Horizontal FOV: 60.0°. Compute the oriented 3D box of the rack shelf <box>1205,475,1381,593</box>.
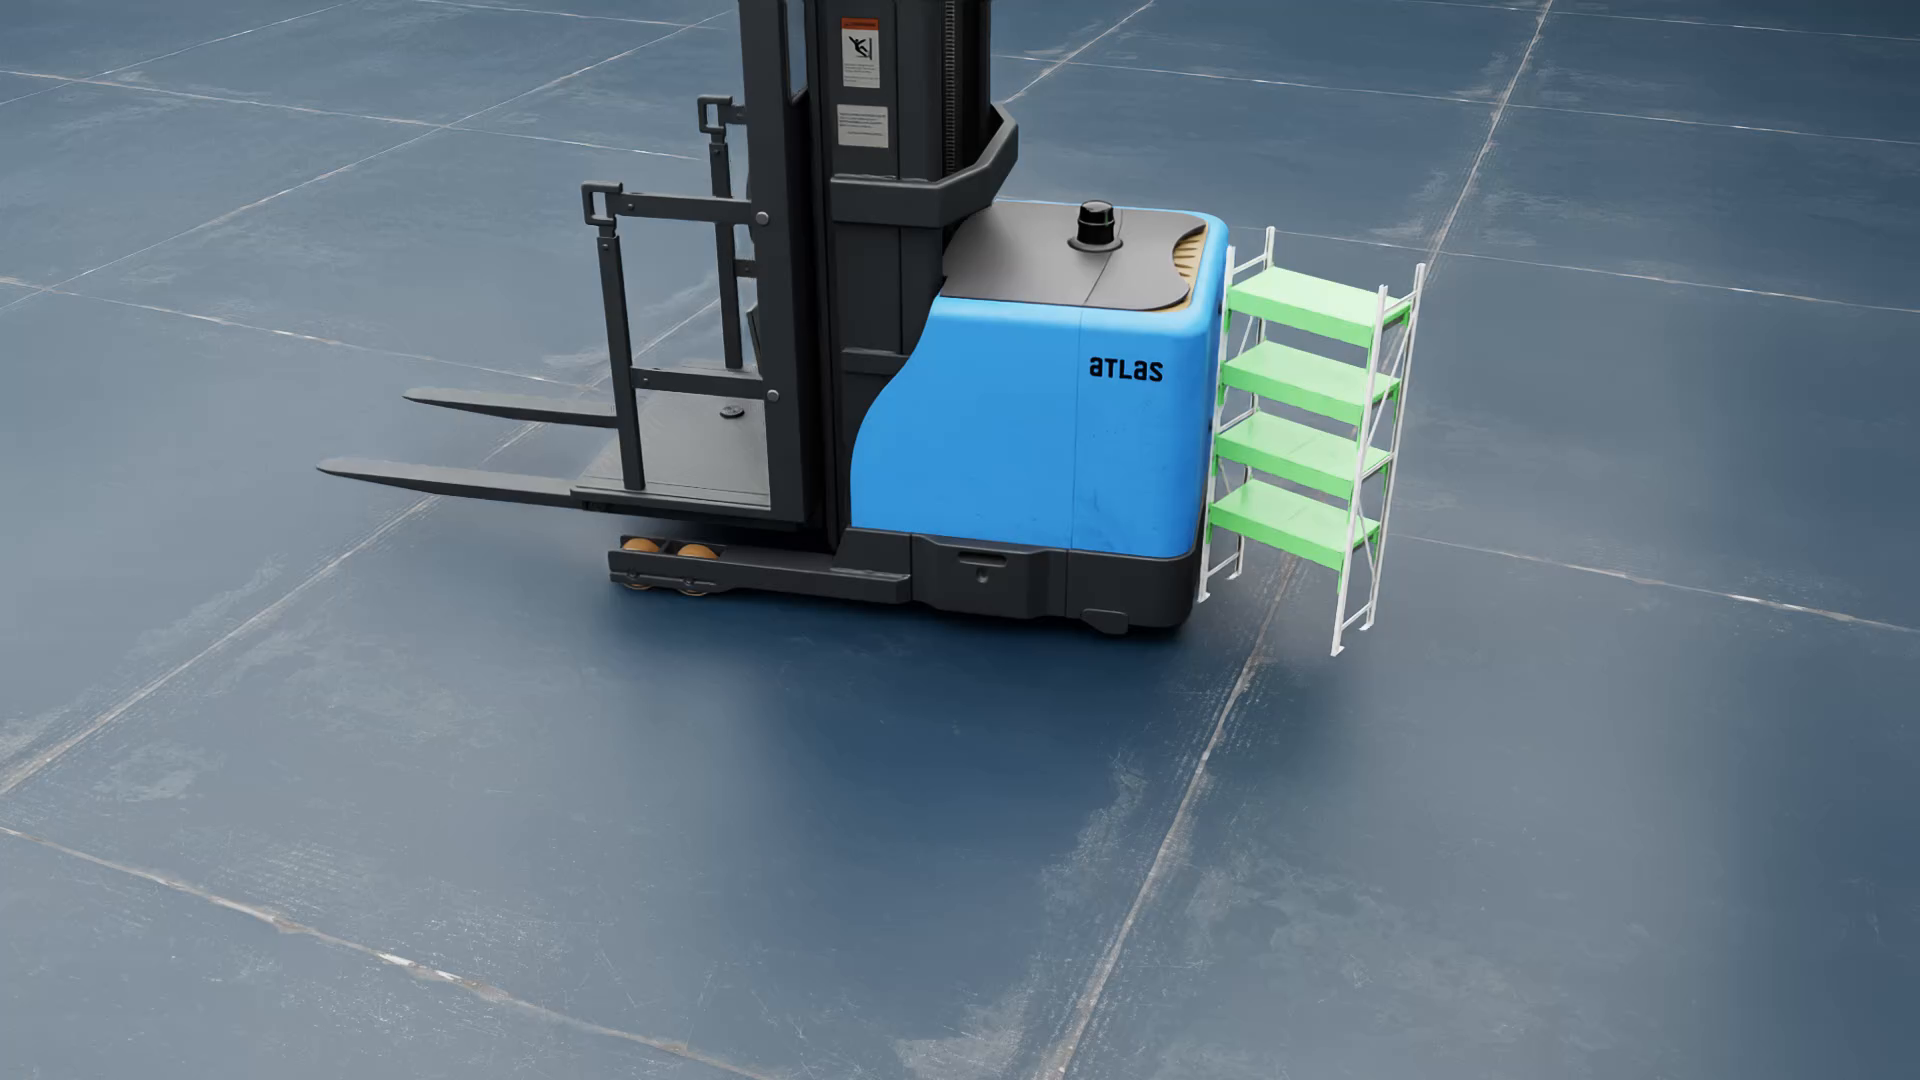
[{"bbox_3d":[1.042,-0.025,5.192,0.480,0.148,0.258,23,37,34],"label":"rack shelf"}]

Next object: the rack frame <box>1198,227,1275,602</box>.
[{"bbox_3d":[0.857,-0.368,5.181,0.015,1.200,0.240,23,37,34],"label":"rack frame"}]

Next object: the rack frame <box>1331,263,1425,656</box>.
[{"bbox_3d":[1.227,-0.212,4.905,0.015,1.200,0.240,23,37,34],"label":"rack frame"}]

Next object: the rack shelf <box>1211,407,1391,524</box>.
[{"bbox_3d":[1.042,-0.234,5.074,0.480,0.148,0.258,23,37,34],"label":"rack shelf"}]

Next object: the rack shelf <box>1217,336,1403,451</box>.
[{"bbox_3d":[1.042,-0.443,4.956,0.480,0.148,0.258,23,37,34],"label":"rack shelf"}]

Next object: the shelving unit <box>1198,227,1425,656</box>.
[{"bbox_3d":[1.042,-0.290,5.043,0.503,1.200,0.258,23,37,34],"label":"shelving unit"}]

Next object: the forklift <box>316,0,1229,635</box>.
[{"bbox_3d":[-0.676,-1.339,5.140,3.031,2.935,1.130,6,30,10],"label":"forklift"}]

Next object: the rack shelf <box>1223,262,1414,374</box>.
[{"bbox_3d":[1.042,-0.652,4.838,0.480,0.148,0.258,23,37,34],"label":"rack shelf"}]
